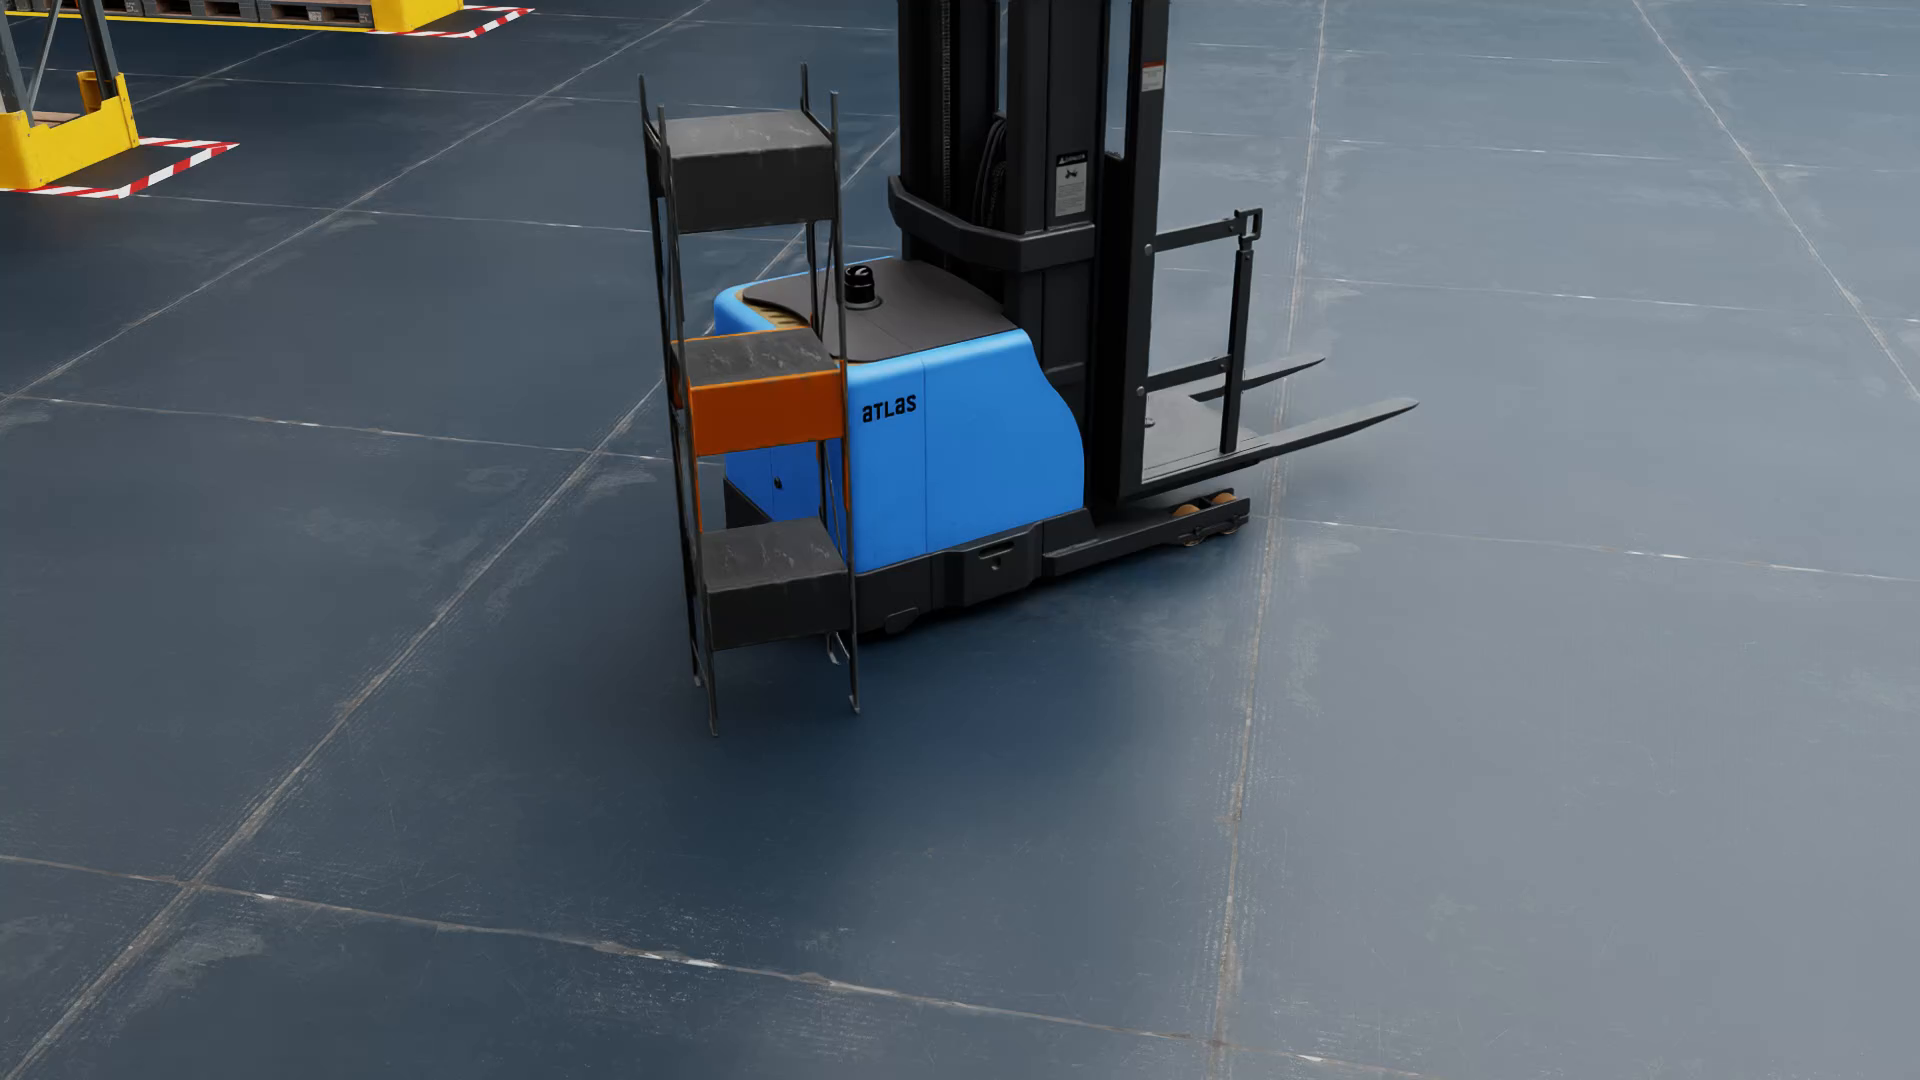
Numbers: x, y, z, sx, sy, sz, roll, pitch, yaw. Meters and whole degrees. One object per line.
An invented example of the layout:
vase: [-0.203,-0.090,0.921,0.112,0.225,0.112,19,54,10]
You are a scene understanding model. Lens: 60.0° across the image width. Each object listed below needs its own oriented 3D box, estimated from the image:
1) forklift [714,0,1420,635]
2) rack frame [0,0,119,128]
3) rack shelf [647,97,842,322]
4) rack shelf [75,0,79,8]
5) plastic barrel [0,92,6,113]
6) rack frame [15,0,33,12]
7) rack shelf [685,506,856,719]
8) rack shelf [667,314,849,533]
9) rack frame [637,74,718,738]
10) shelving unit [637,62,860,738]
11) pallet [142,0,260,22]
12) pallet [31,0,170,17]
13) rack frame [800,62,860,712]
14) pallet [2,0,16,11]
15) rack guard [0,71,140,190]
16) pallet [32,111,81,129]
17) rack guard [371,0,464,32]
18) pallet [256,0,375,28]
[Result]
forklift: [0.587,-1.459,6.362,3.031,2.935,1.130,-16,33,-27]
rack frame: [-6.077,-3.926,10.798,0.127,3.000,1.000,6,29,11]
rack shelf: [-0.644,-0.991,4.944,0.480,0.518,0.431,-9,30,-16]
rack shelf: [-8.033,-3.811,11.337,4.000,0.370,1.077,6,29,11]
plastic barrel: [-6.737,-3.049,11.349,0.421,0.512,0.421,0,29,0]
rack frame: [-8.955,-6.653,15.779,0.127,3.000,1.000,6,29,11]
rack shelf: [-0.644,0.237,5.616,0.480,0.518,0.431,-9,30,-16]
rack shelf: [-0.644,-0.377,5.280,0.480,0.518,0.431,-9,30,-16]
rack frame: [-0.876,-0.353,5.207,0.015,2.100,0.400,-9,30,-16]
shelving unit: [-0.644,-0.389,5.274,0.503,2.100,0.431,-9,30,-16]
pallet: [-7.094,-5.258,16.134,1.213,0.211,1.003,6,29,11]
pallet: [-8.290,-5.379,16.356,1.213,0.211,1.003,6,29,11]
rack frame: [-0.412,-0.425,5.340,0.015,2.100,0.400,-9,30,-16]
pallet: [-9.716,-5.507,16.590,1.213,0.211,1.003,6,29,11]
rack guard: [-6.161,-2.815,11.371,0.348,0.500,1.175,6,29,11]
pallet: [-6.955,-2.772,11.594,1.213,0.211,1.003,6,29,11]
rack guard: [-5.117,-5.163,15.660,0.348,0.500,1.175,6,29,11]
pallet: [-5.904,-5.135,15.909,1.213,0.211,1.003,6,29,11]
